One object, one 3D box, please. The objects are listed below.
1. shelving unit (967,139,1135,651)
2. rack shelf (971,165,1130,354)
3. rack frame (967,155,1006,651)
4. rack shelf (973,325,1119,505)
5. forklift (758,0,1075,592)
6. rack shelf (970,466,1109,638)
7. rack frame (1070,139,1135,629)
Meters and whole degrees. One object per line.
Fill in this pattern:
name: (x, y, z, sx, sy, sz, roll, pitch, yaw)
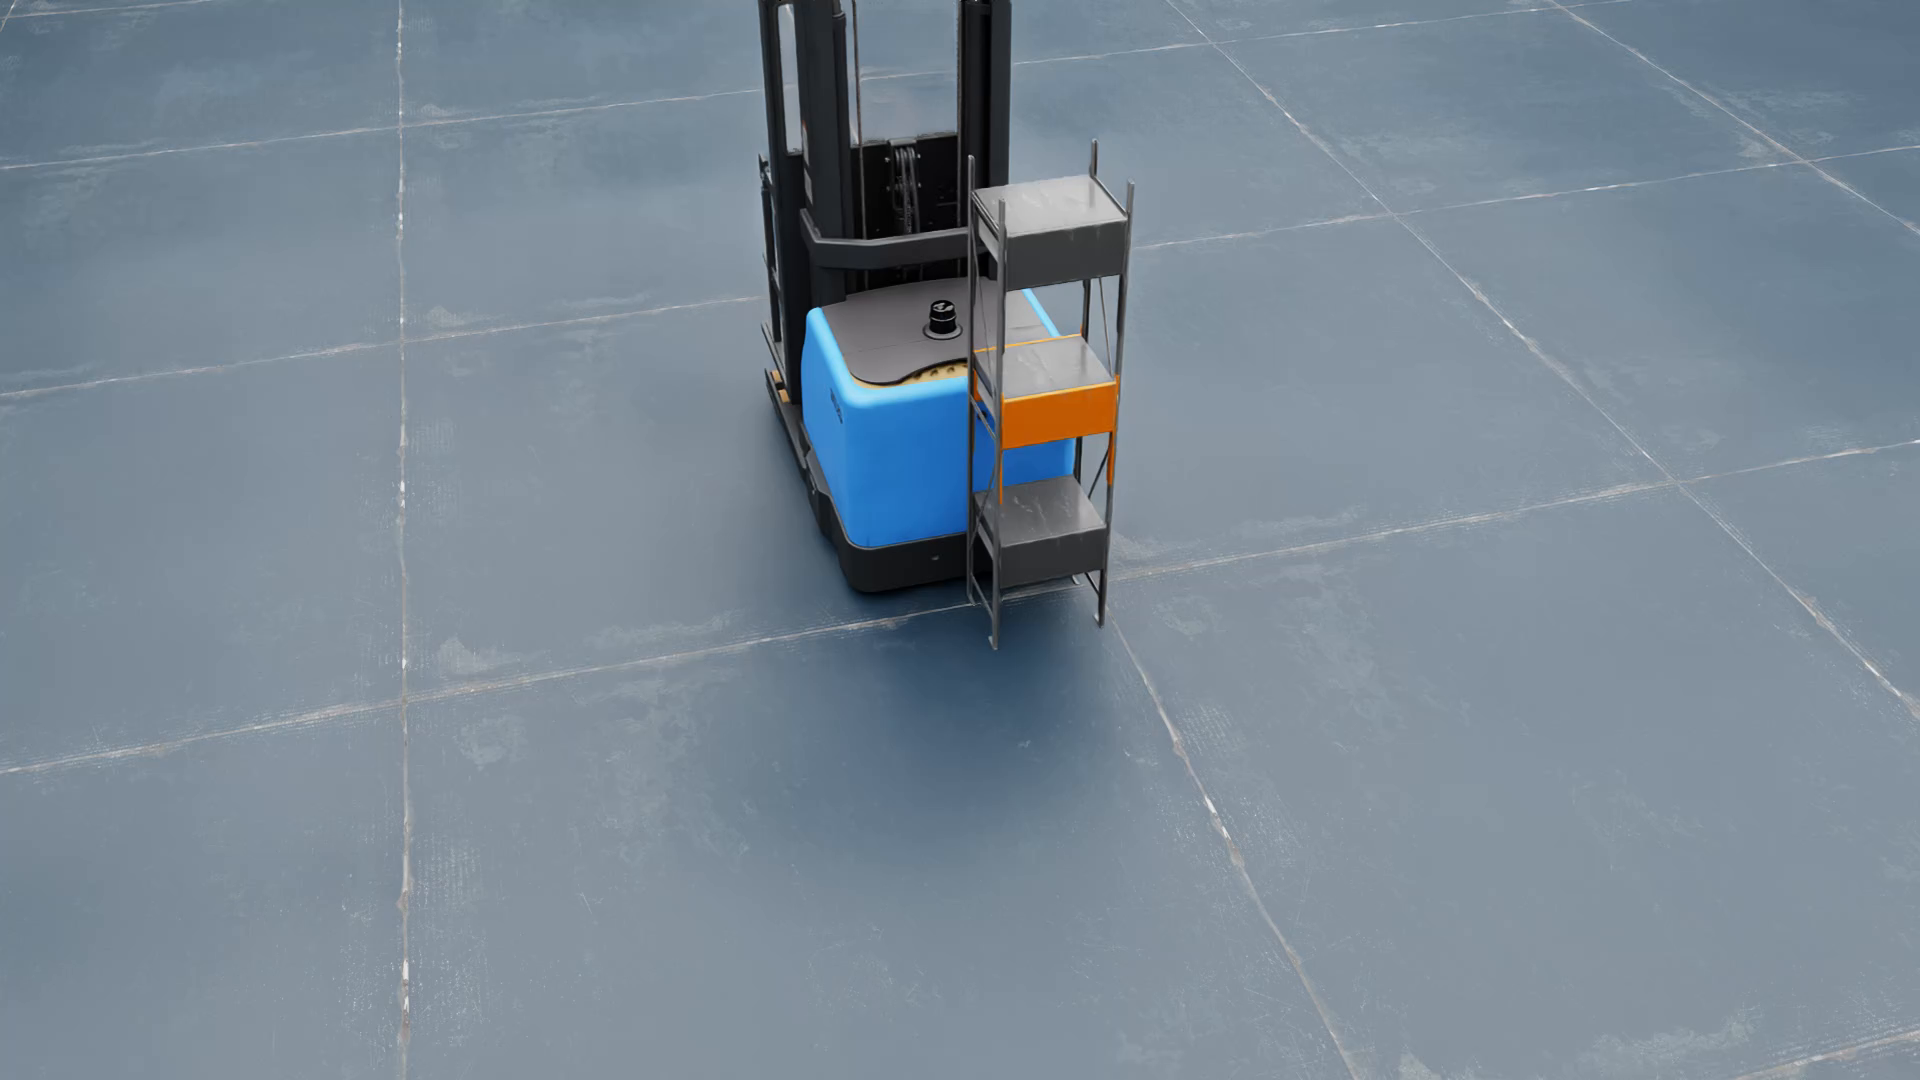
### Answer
shelving unit: (0.329, -0.518, 6.699, 0.503, 2.100, 0.431, -11, 39, -13)
rack shelf: (0.329, -1.063, 6.282, 0.480, 0.518, 0.431, -11, 39, -13)
rack frame: (0.095, -0.474, 6.642, 0.015, 2.100, 0.400, -11, 39, -13)
rack shelf: (0.329, -0.507, 6.707, 0.480, 0.518, 0.431, -11, 39, -13)
forklift: (-0.384, -1.832, 7.733, 1.130, 2.935, 3.031, -10, 39, -13)
rack shelf: (0.329, 0.049, 7.133, 0.480, 0.518, 0.431, -11, 39, -13)
rack frame: (0.562, -0.561, 6.756, 0.015, 2.100, 0.400, -11, 39, -13)
